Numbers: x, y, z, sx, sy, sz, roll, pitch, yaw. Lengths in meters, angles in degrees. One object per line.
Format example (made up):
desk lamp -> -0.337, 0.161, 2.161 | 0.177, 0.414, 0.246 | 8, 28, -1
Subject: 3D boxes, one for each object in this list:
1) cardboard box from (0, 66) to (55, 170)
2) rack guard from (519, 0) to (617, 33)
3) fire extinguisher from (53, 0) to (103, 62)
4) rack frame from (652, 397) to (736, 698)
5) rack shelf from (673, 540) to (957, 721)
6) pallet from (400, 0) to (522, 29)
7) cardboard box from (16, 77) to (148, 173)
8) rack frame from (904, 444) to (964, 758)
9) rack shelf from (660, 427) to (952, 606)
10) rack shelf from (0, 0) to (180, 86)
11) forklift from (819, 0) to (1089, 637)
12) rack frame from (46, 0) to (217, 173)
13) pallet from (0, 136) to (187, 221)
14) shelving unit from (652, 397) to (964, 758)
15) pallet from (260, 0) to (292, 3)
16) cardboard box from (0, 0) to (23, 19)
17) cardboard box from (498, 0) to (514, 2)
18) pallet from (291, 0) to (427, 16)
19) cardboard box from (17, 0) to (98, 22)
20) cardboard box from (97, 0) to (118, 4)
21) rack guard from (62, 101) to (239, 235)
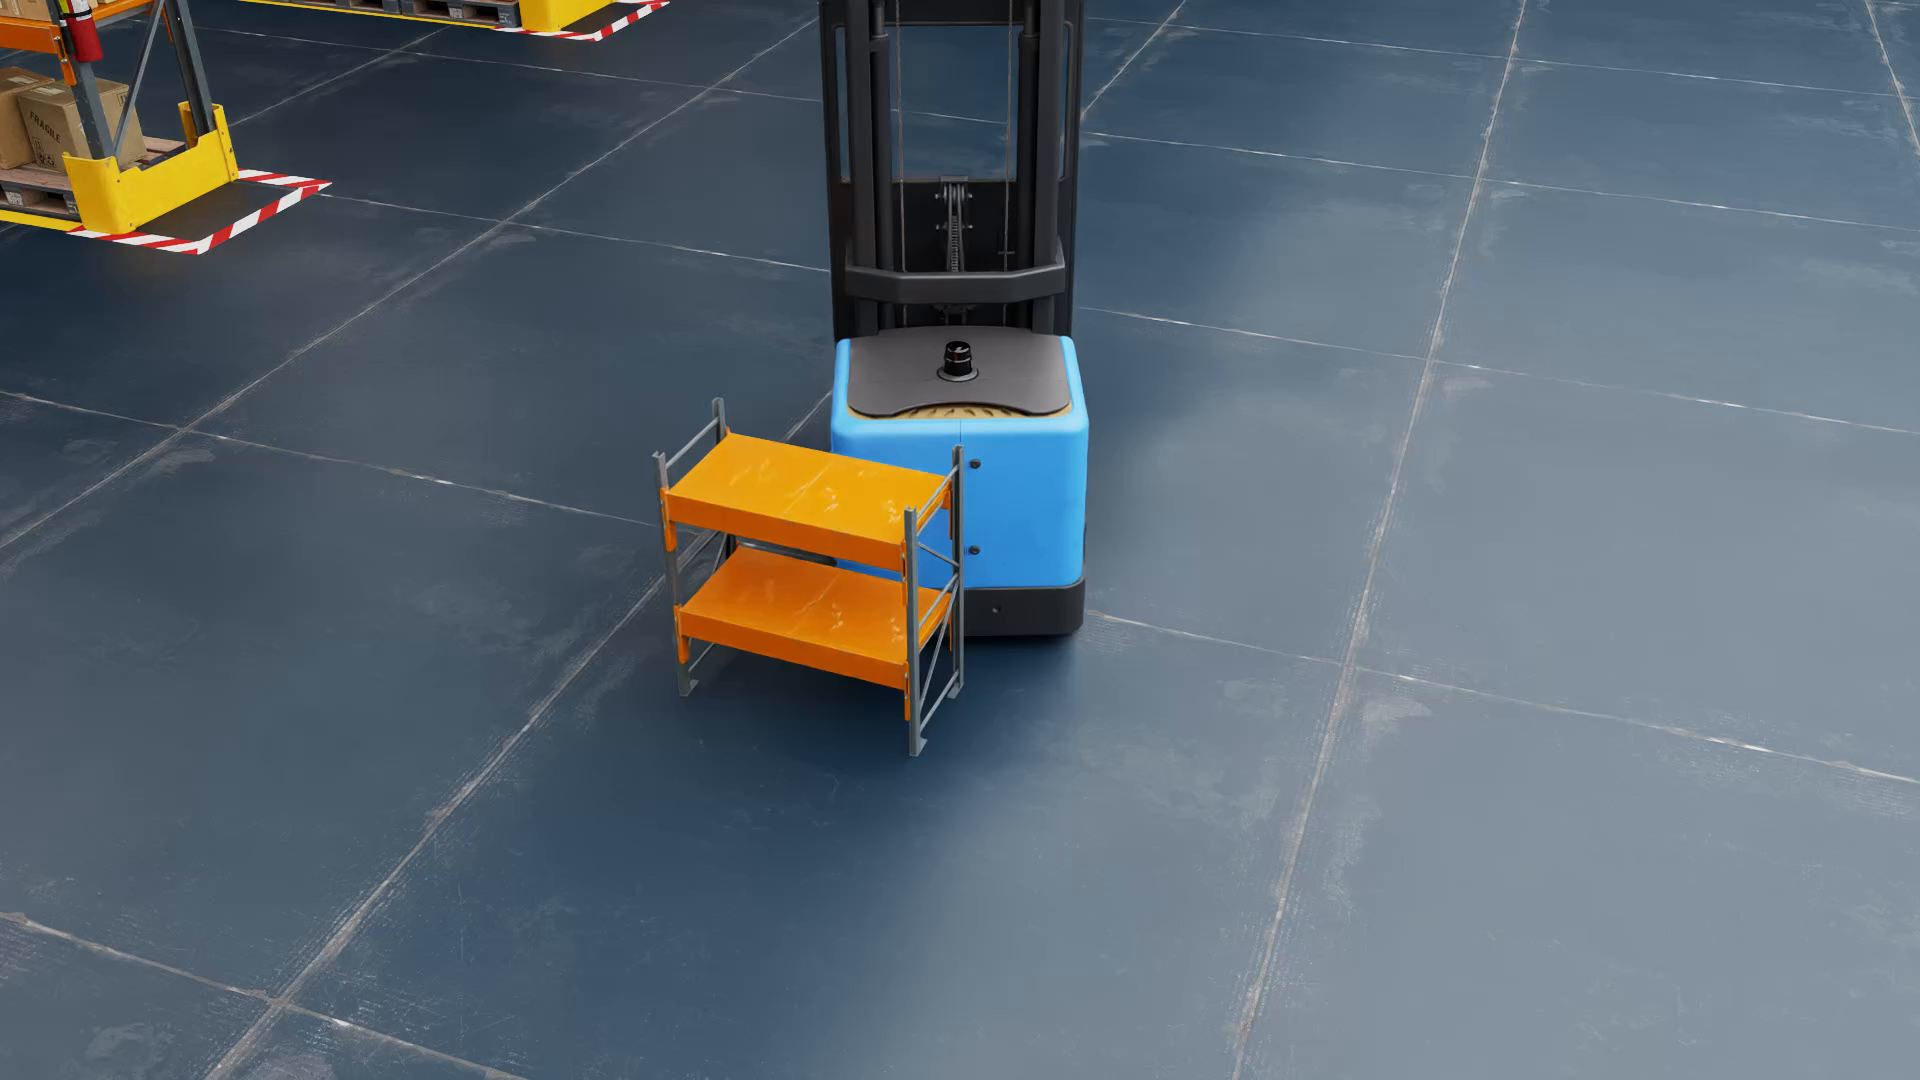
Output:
cardboard box -> -6.502, -2.894, 11.384 | 0.500, 0.500, 0.500 | 21, 38, 29
rack guard -> -3.554, -5.012, 15.052 | 0.348, 0.500, 1.175 | 11, 34, 16
fire extinguisher -> -5.393, -3.264, 10.111 | 0.183, 0.674, 0.296 | 11, 34, 16
rack frame -> -1.036, 0.039, 6.652 | 0.032, 1.125, 0.500 | 12, 35, 18
rack shelf -> -0.563, 0.346, 6.627 | 1.000, 0.278, 0.538 | 12, 35, 18
pallet -> -4.356, -5.002, 15.302 | 1.213, 0.211, 1.003 | 11, 34, 16
cardboard box -> -5.927, -2.802, 11.241 | 0.500, 0.500, 0.500 | 18, 37, 25
rack frame -> -0.091, 0.243, 6.336 | 0.032, 1.125, 0.500 | 12, 35, 18
rack shelf -> -0.564, -0.105, 6.335 | 1.000, 0.278, 0.538 | 12, 35, 18
rack shelf -> -7.228, -3.616, 11.249 | 4.000, 0.370, 1.077 | 11, 34, 16
forklift -> -0.041, -1.587, 7.505 | 1.130, 2.935, 3.031 | -1, 33, -1
rack frame -> -5.345, -3.553, 10.487 | 0.127, 3.000, 1.000 | 11, 34, 16
pallet -> -6.169, -2.562, 11.523 | 1.213, 0.211, 1.003 | 11, 34, 16
shelving unit -> -0.564, 0.141, 6.494 | 1.048, 1.125, 0.538 | 12, 35, 18
pallet -> -6.653, -5.448, 15.994 | 1.213, 0.211, 1.003 | 11, 34, 16
cardboard box -> -5.918, -3.440, 10.544 | 0.250, 0.149, 0.380 | 11, 34, 16
cardboard box -> -4.237, -5.441, 14.983 | 0.875, 0.875, 0.875 | 11, 35, 17
pallet -> -5.500, -5.226, 15.649 | 1.213, 0.211, 1.003 | 11, 34, 16
cardboard box -> -5.683, -3.394, 10.473 | 0.250, 0.149, 0.380 | 11, 34, 16
cardboard box -> -5.533, -3.621, 10.824 | 0.250, 0.149, 0.380 | 11, 34, 16
rack guard -> -5.417, -2.516, 11.187 | 0.348, 0.500, 1.175 | 11, 34, 16
